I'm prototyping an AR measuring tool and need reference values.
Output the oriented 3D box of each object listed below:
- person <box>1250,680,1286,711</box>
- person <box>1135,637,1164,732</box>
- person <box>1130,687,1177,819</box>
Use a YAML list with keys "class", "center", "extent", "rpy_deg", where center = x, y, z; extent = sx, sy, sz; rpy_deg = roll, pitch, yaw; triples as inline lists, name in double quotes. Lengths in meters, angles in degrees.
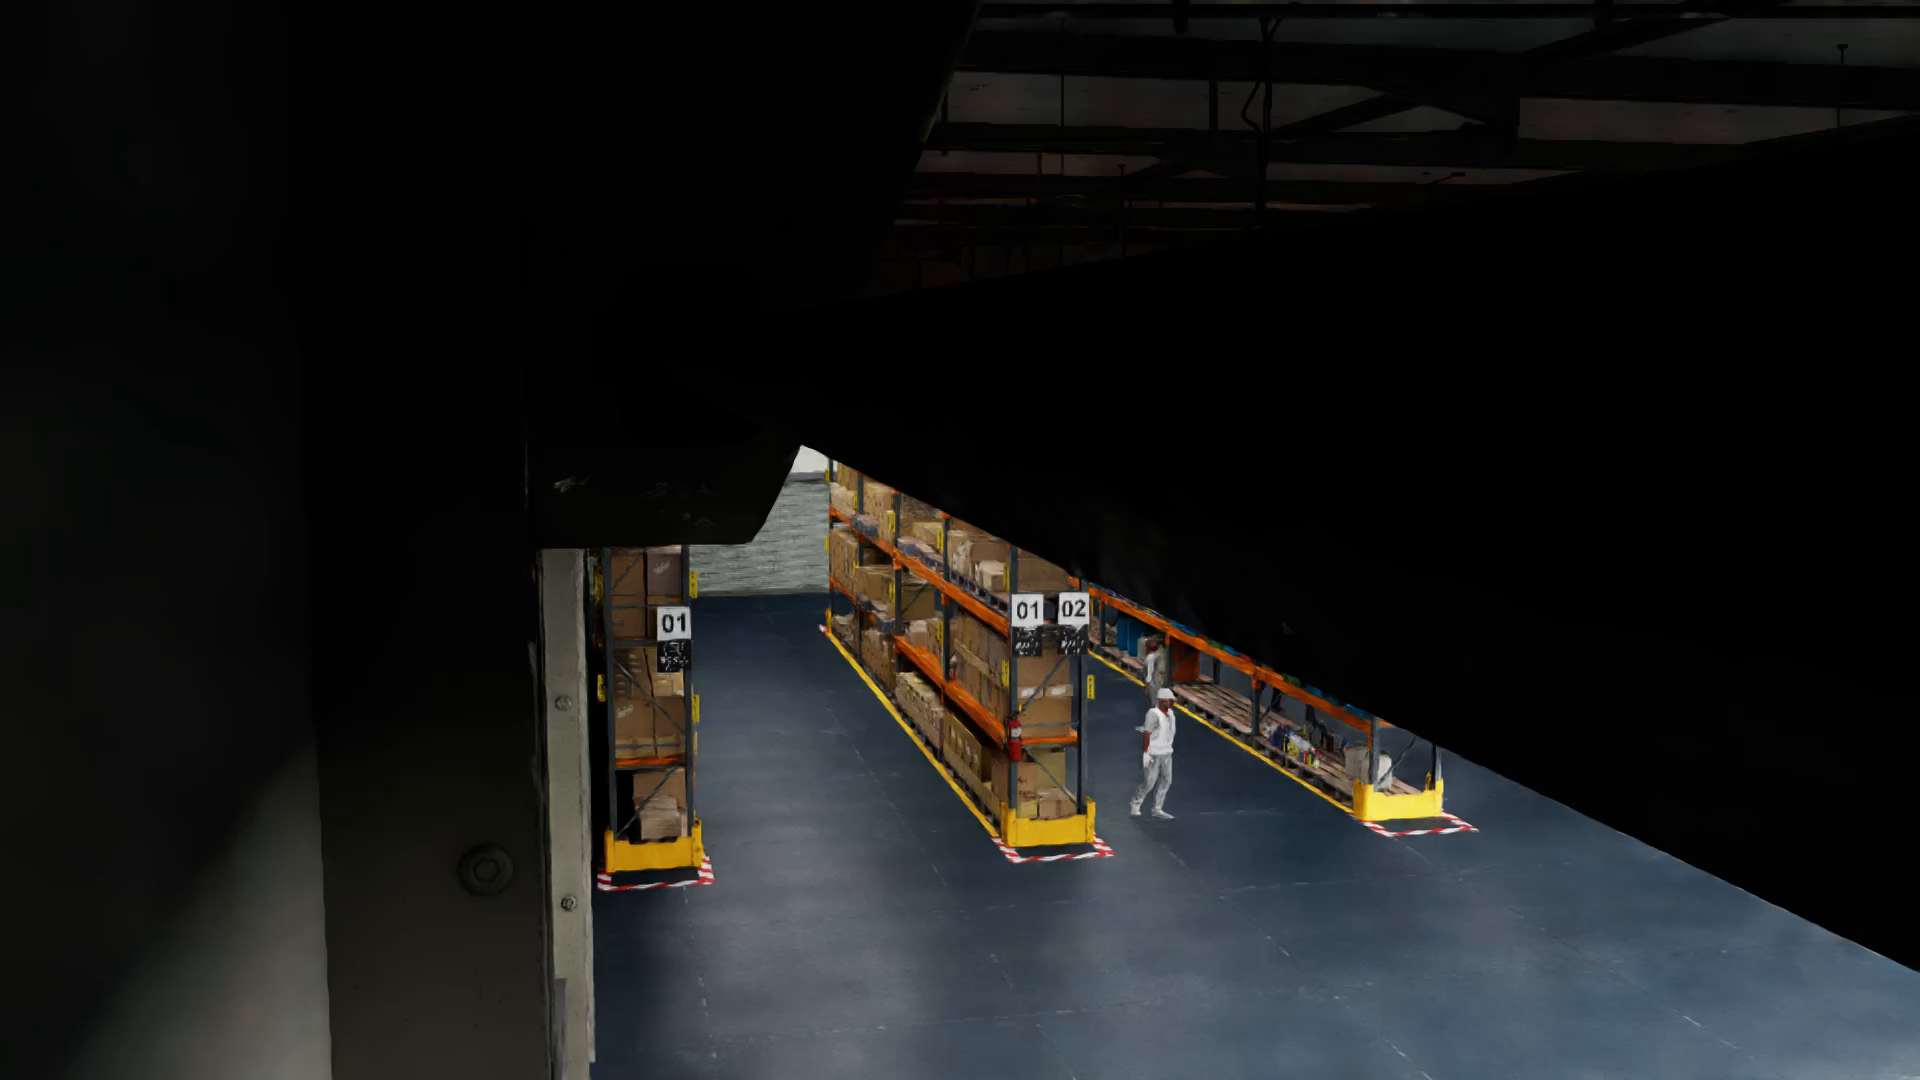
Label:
- class: "person"
  center: [5.340, 2.119, 28.822]
  extent: [0.608, 1.612, 0.664]
  rpy_deg: [-3, 7, -21]
- class: "person"
  center: [3.079, 2.350, 26.806]
  extent: [0.532, 1.591, 0.528]
  rpy_deg: [2, 7, 14]
- class: "person"
  center: [2.586, 2.831, 22.173]
  extent: [0.575, 1.769, 0.599]
  rpy_deg: [6, 9, 42]
